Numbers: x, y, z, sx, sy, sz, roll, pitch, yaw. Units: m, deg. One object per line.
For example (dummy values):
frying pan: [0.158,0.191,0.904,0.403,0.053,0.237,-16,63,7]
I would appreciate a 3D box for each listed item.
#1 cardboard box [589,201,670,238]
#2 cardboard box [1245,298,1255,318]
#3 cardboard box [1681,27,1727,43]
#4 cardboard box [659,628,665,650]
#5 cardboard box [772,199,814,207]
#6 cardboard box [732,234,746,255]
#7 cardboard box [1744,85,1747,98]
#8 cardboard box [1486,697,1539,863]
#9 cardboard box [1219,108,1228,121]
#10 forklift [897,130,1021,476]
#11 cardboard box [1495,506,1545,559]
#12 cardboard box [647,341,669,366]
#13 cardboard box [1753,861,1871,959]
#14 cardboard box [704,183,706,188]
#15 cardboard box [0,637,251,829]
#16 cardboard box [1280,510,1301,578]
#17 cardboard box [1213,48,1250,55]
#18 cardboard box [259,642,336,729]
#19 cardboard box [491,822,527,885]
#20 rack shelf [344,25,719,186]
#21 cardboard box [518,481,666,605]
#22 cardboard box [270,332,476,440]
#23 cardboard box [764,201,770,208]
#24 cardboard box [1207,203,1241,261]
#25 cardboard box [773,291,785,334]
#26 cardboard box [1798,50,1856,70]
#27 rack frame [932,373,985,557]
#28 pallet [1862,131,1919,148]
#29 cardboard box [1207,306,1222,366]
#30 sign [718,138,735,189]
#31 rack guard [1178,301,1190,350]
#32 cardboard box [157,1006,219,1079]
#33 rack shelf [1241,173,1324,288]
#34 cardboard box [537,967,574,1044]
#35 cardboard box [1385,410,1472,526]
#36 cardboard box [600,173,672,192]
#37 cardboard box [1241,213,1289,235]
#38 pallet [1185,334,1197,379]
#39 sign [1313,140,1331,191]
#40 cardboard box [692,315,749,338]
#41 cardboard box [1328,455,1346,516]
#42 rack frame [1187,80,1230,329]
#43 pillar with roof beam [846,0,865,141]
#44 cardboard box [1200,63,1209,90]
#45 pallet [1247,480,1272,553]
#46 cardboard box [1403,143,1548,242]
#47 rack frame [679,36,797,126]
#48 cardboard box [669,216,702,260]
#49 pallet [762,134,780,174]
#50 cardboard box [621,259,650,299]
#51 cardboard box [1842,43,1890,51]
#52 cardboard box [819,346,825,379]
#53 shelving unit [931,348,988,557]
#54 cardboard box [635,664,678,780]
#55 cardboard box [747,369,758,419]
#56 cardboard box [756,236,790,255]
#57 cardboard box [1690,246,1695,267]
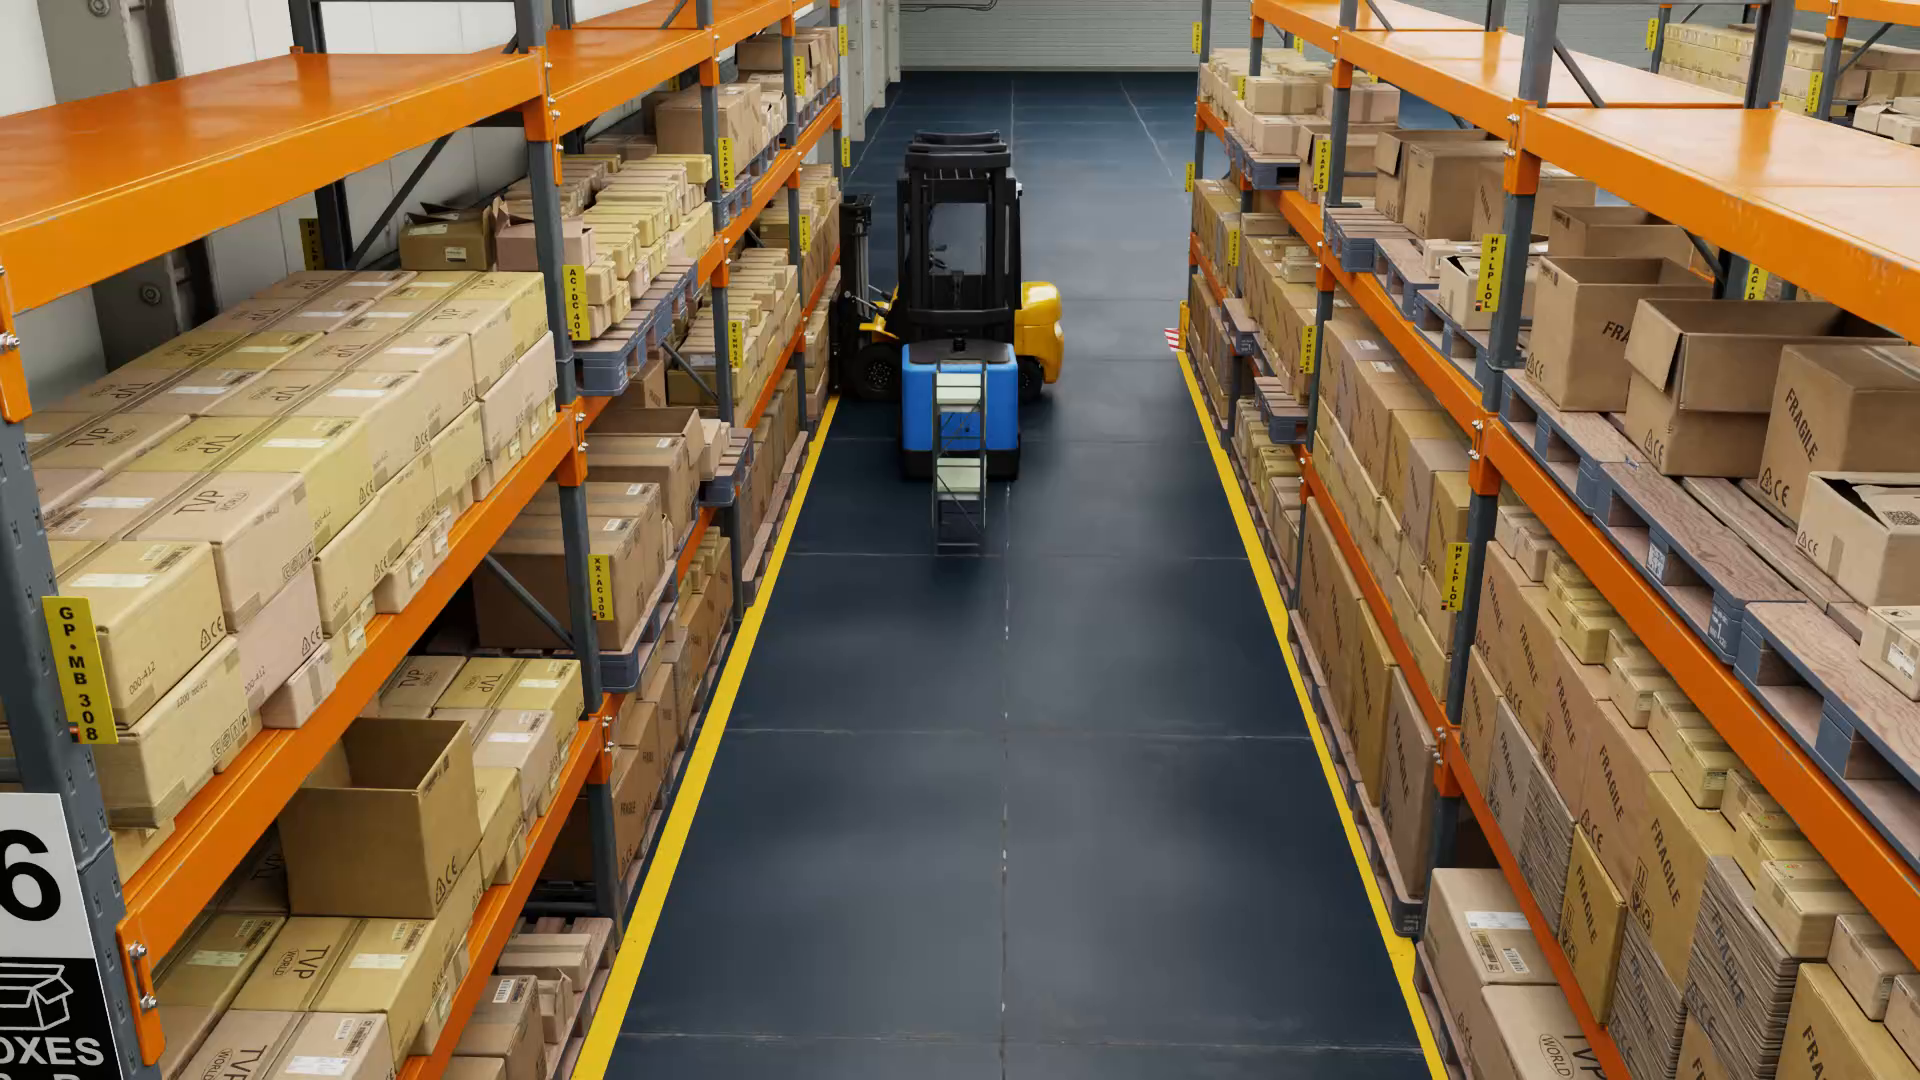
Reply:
cardboard box: [-1.758,-1.705,8.847,0.380,0.149,0.250,1,21,2]
cardboard box: [2.662,-2.013,14.338,0.380,0.149,0.250,1,21,3]
cardboard box: [7.739,-5.245,17.279,0.380,0.149,0.250,0,21,1]
cardboard box: [-1.961,0.588,9.846,0.380,0.149,0.250,1,21,2]
cardboard box: [-1.636,-3.248,16.307,0.380,0.149,0.250,0,21,1]
cardboard box: [-2.197,-2.743,15.415,0.380,0.149,0.250,1,21,1]
cardboard box: [7.684,-4.229,15.764,0.380,0.149,0.250,1,21,2]
cardboard box: [2.472,0.973,6.735,0.500,0.500,0.500,1,21,2]
cardboard box: [2.795,-4.269,16.586,0.380,0.149,0.250,0,21,0]
forklift: [-0.039,-2.417,15.707,1.130,2.935,3.031,-1,21,-2]
cardboard box: [2.499,-0.032,7.049,0.380,0.149,0.250,0,21,1]
cardboard box: [-2.265,-1.297,11.690,0.380,0.149,0.250,1,21,3]
cardboard box: [2.364,0.984,4.428,0.380,0.149,0.250,0,21,1]
cardboard box: [-1.758,-2.483,11.238,0.380,0.166,0.250,1,21,2]
cardboard box: [-2.029,0.440,3.898,0.500,0.250,0.500,0,21,1]
cardboard box: [2.917,0.050,12.305,0.950,0.372,0.625,-1,21,-2]
cardboard box: [2.918,-5.194,17.867,0.380,0.149,0.250,0,21,1]
cardboard box: [-1.956,0.394,4.568,0.380,0.149,0.250,1,21,3]
cardboard box: [-1.936,1.229,6.562,0.380,0.149,0.250,0,21,1]
rack shelf: [-2.133,-2.380,8.770,1.077,0.370,4.000,1,21,2]
cardboard box: [-1.940,0.016,8.622,0.700,0.500,0.500,1,21,2]
cardboard box: [-1.999,-0.530,5.707,0.500,0.250,0.500,1,21,3]
cardboard box: [-2.133,-3.435,16.788,0.380,0.149,0.250,1,21,3]
cardboard box: [2.807,-3.129,16.897,0.500,0.500,0.500,0,21,1]
cardboard box: [-1.740,-1.886,13.760,0.500,0.250,0.500,1,21,3]
cardboard box: [7.654,-4.234,14.675,0.380,0.149,0.250,0,21,1]
rack frame: [-0.011,-0.569,12.923,0.400,1.500,0.023,1,21,2]
pallet: [7.983,-3.180,13.697,0.805,0.209,1.217,0,21,-1]
cardboard box: [2.789,-2.070,16.901,0.500,0.500,0.500,2,21,4]
sign: [-1.530,-2.461,10.863,0.100,0.325,0.005,1,21,2]
rack guard: [3.130,-2.475,19.215,1.175,0.500,0.348,1,21,2]
cardboard box: [-2.550,1.640,4.952,0.500,0.250,0.500,1,21,2]
rack shelf: [2.950,-2.561,12.830,1.077,0.370,4.000,1,21,2]
cardboard box: [-1.928,2.031,7.348,0.396,0.266,0.258,1,21,4]
cardboard box: [2.574,-0.376,8.831,0.500,0.500,0.500,1,21,3]
cardboard box: [-1.908,-2.071,9.819,0.380,0.149,0.250,0,21,1]
cardboard box: [2.643,-2.738,14.413,0.380,0.149,0.250,1,21,1]
pallet: [3.070,-2.047,18.512,1.003,0.211,1.213,1,21,2]
sign: [2.347,-2.421,10.760,0.100,0.325,0.005,1,21,2]
cardboard box: [-1.784,-1.574,12.403,0.380,0.149,0.250,1,21,2]
cardboard box: [2.625,-0.345,10.479,0.500,0.250,0.500,0,21,0]
rack frame: [3.133,-3.667,18.834,1.000,3.000,0.127,1,21,2]
pillar with roof beam: [2.100,-12.737,33.914,9.100,9.000,0.400,1,21,2]
cardboard box: [2.851,-4.956,17.804,0.500,0.250,0.500,0,21,1]
pallet: [2.954,-0.197,13.746,1.003,0.211,1.213,1,21,2]
cardboard box: [3.049,-2.056,9.815,0.700,0.500,0.500,0,21,-1]
rack frame: [-1.950,-5.071,14.159,1.000,3.000,0.127,1,21,2]
cardboard box: [-1.860,-1.787,10.047,0.500,0.250,0.500,1,21,2]
pallet: [-1.964,-3.265,13.914,0.805,0.209,1.217,0,21,-1]
cardboard box: [-1.742,-1.286,8.177,0.380,0.149,0.250,1,21,2]
cardboard box: [8.335,-4.502,15.365,0.380,0.149,0.250,0,21,1]
cardboard box: [-1.614,-1.775,16.486,0.500,0.250,0.500,1,21,1]
shelving unit: [0.000,-0.702,13.264,0.431,1.500,0.755,1,21,2]
cardboard box: [-1.928,1.042,9.571,0.500,0.500,0.500,0,21,0]
cardboard box: [-1.794,-1.098,12.419,0.500,0.250,0.500,0,21,0]
cardboard box: [-1.678,-2.736,15.398,0.380,0.149,0.250,0,21,1]
cardboard box: [7.980,-3.185,17.382,0.875,0.550,0.550,1,21,2]
